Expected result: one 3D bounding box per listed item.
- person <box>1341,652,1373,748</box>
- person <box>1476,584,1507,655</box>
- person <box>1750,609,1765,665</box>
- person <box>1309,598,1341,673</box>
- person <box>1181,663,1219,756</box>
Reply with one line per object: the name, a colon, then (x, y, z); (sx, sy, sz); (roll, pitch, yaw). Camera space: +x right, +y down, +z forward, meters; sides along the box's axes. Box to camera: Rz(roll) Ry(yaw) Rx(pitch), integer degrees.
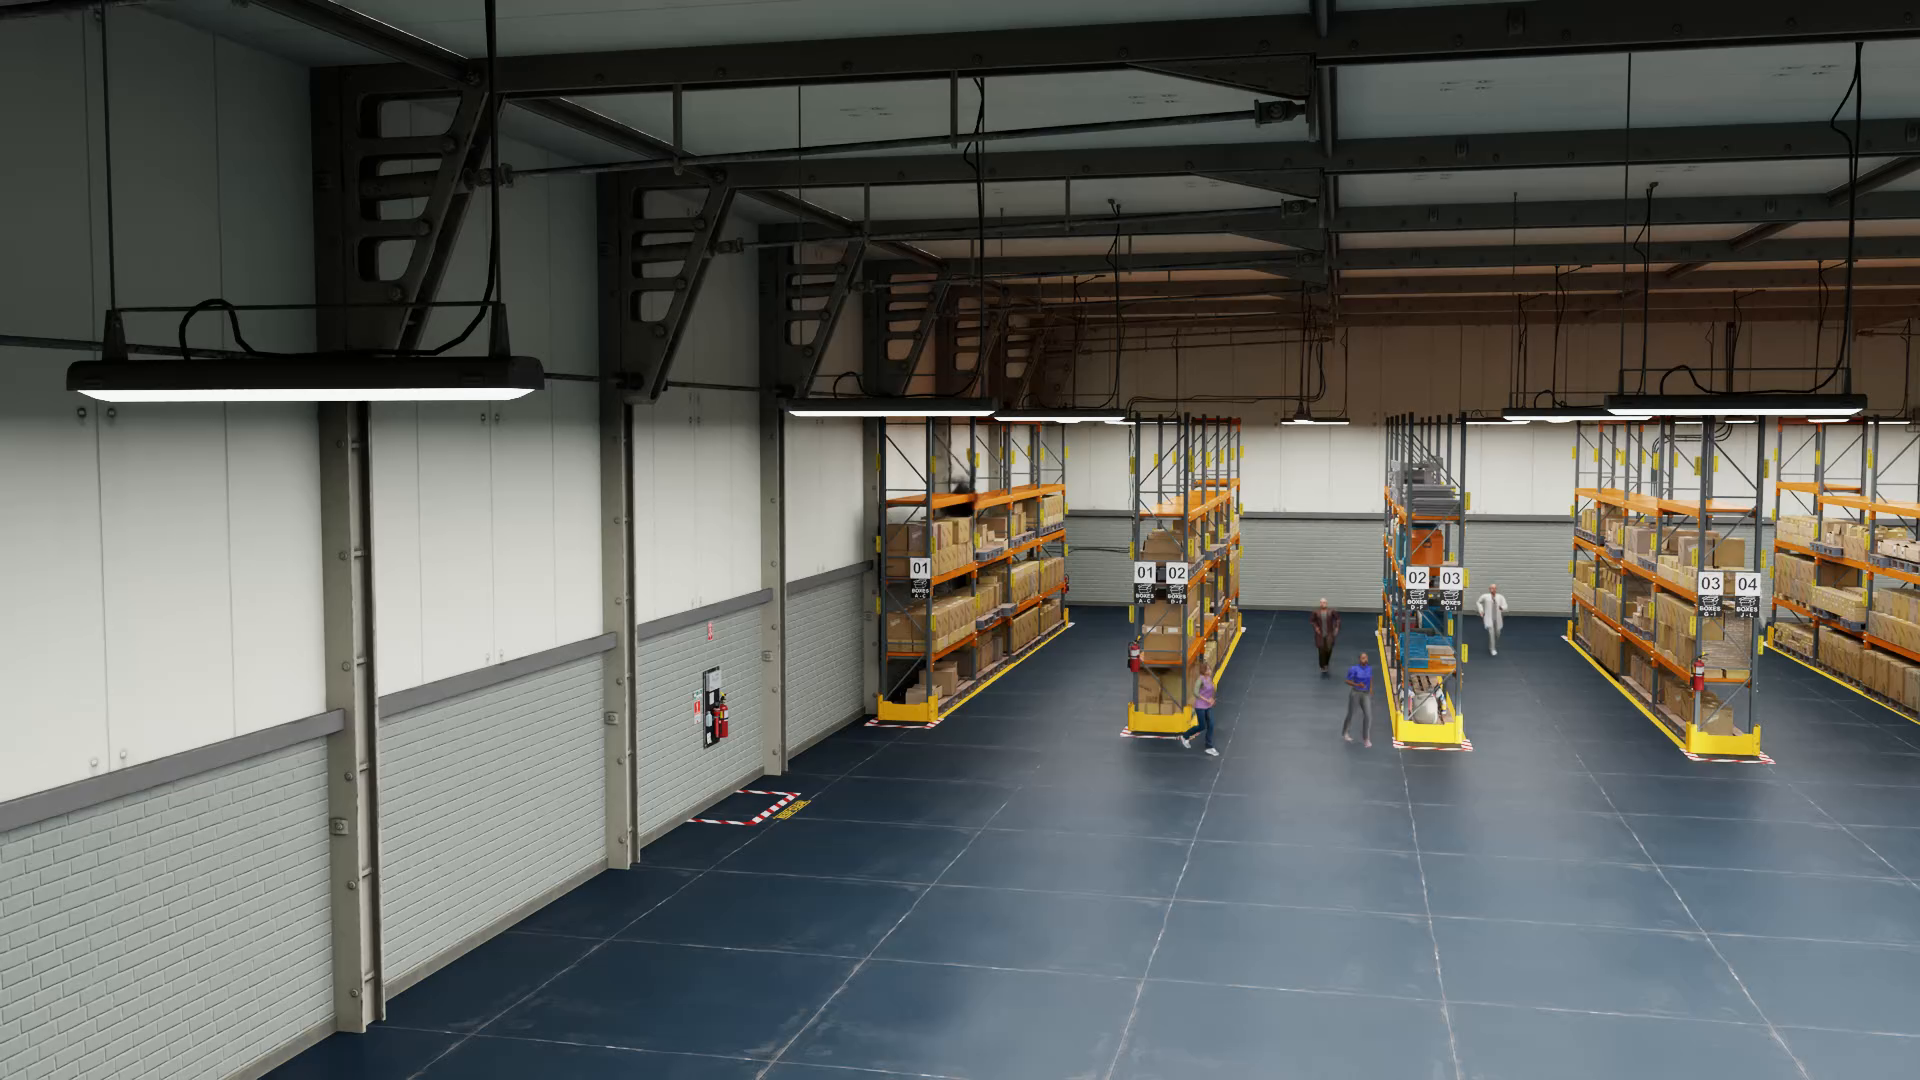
person: (7.236, 2.872, 30.047); (0.599, 1.720, 0.692); (-1, 4, -11)
person: (13.427, 2.032, 41.931); (0.713, 1.668, 1.035); (0, 4, 3)
person: (19.160, 2.184, 40.244); (0.616, 1.647, 0.522); (1, 4, 19)
person: (8.484, 2.232, 38.713); (0.721, 1.740, 0.680); (1, 4, 13)
person: (4.246, 2.956, 29.229); (0.744, 1.606, 0.566); (3, 5, 40)
